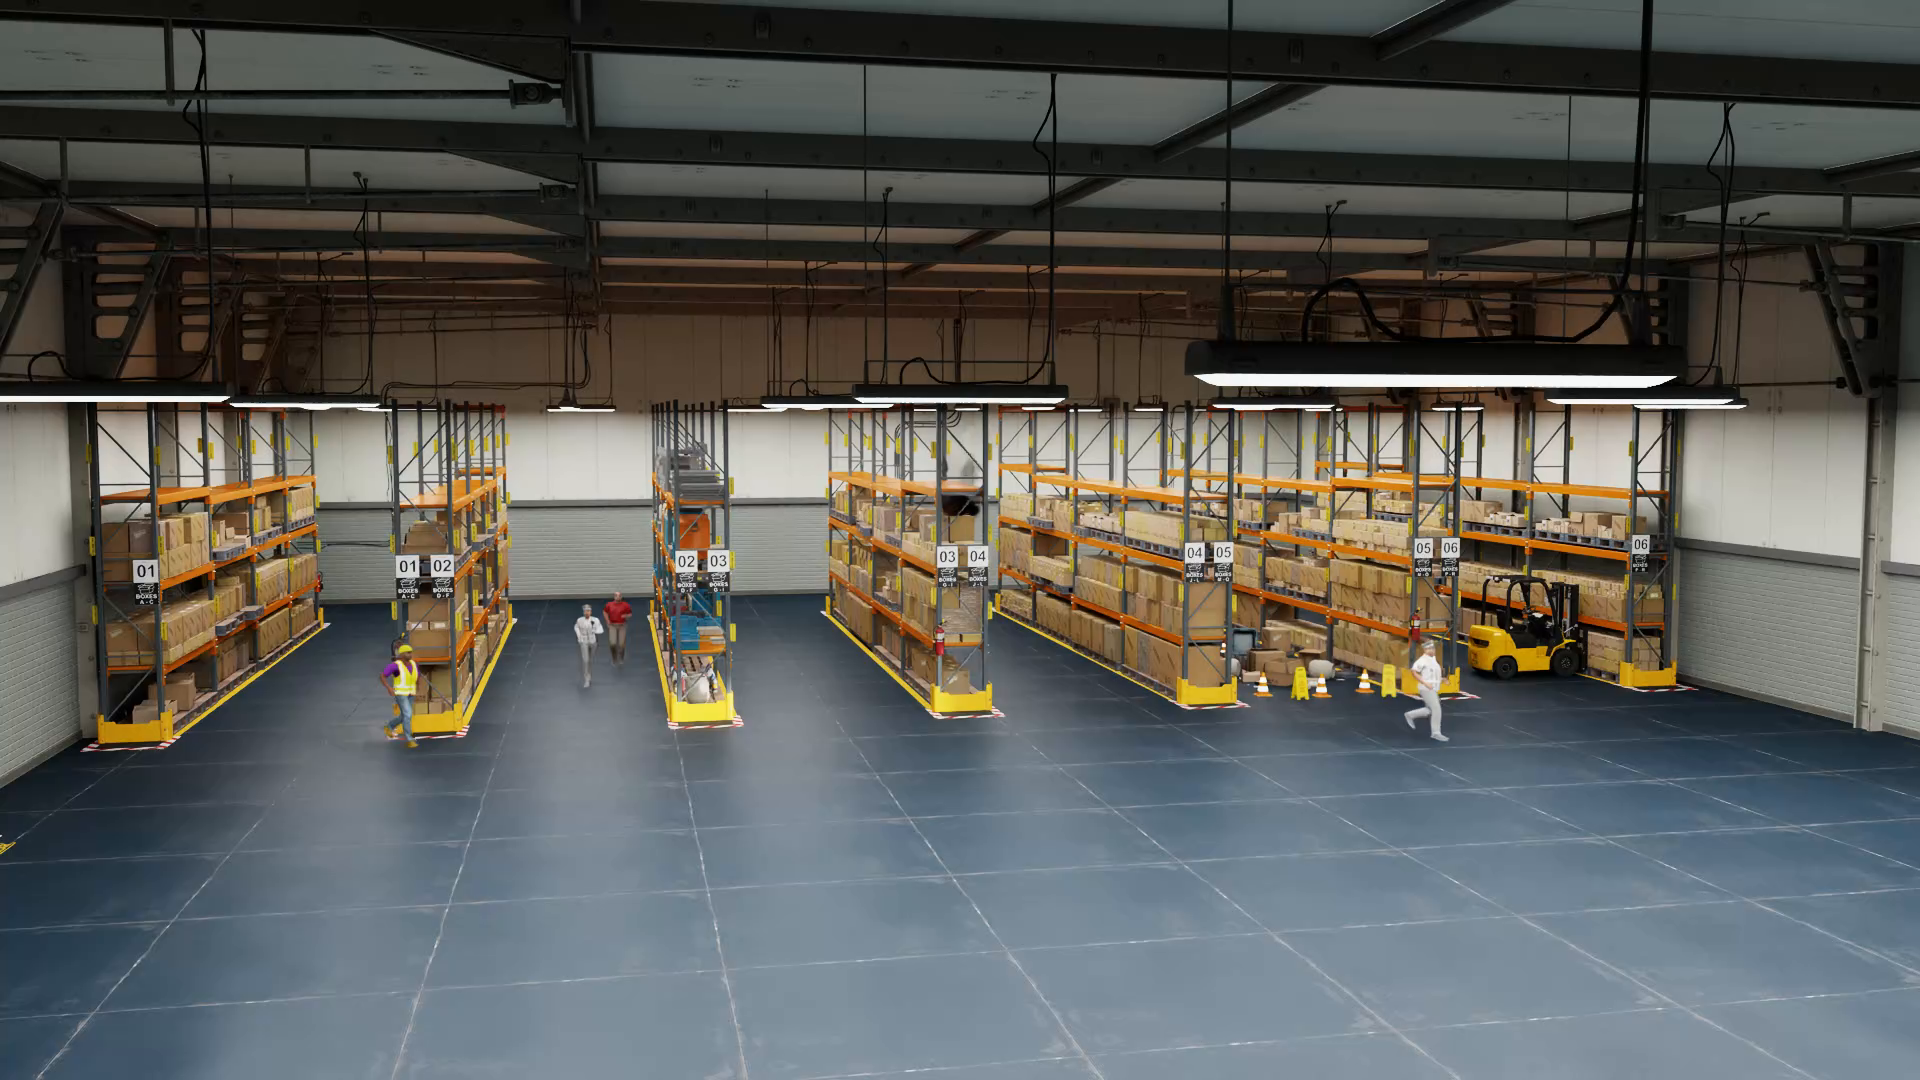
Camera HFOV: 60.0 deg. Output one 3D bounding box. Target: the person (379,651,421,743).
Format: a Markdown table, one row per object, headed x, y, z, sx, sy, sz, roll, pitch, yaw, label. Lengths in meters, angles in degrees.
| x | y | z | sx | sy | sz | roll | pitch | yaw | label |
| --- | --- | --- | --- | --- | --- | --- | --- | --- | --- |
| -9.709 | 2.663 | 28.875 | 0.755 | 1.629 | 0.745 | 2 | 5 | 28 | person |

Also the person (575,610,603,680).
| x | y | z | sx | sy | sz | roll | pitch | yaw | label |
| --- | --- | --- | --- | --- | --- | --- | --- | --- | --- |
| -7.878 | 2.167 | 35.345 | 0.585 | 1.557 | 0.644 | -1 | 4 | -16 | person |

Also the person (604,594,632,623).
| x | y | z | sx | sy | sz | roll | pitch | yaw | label |
| --- | --- | --- | --- | --- | --- | --- | --- | --- | --- |
| -7.769 | 1.562 | 37.741 | 0.621 | 0.678 | 0.456 | -1 | 4 | -12 | person |

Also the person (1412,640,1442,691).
| x | y | z | sx | sy | sz | roll | pitch | yaw | label |
| --- | --- | --- | --- | --- | --- | --- | --- | --- | --- |
| 8.279 | 2.207 | 29.376 | 0.436 | 0.900 | 0.629 | 3 | 5 | 33 | person |
